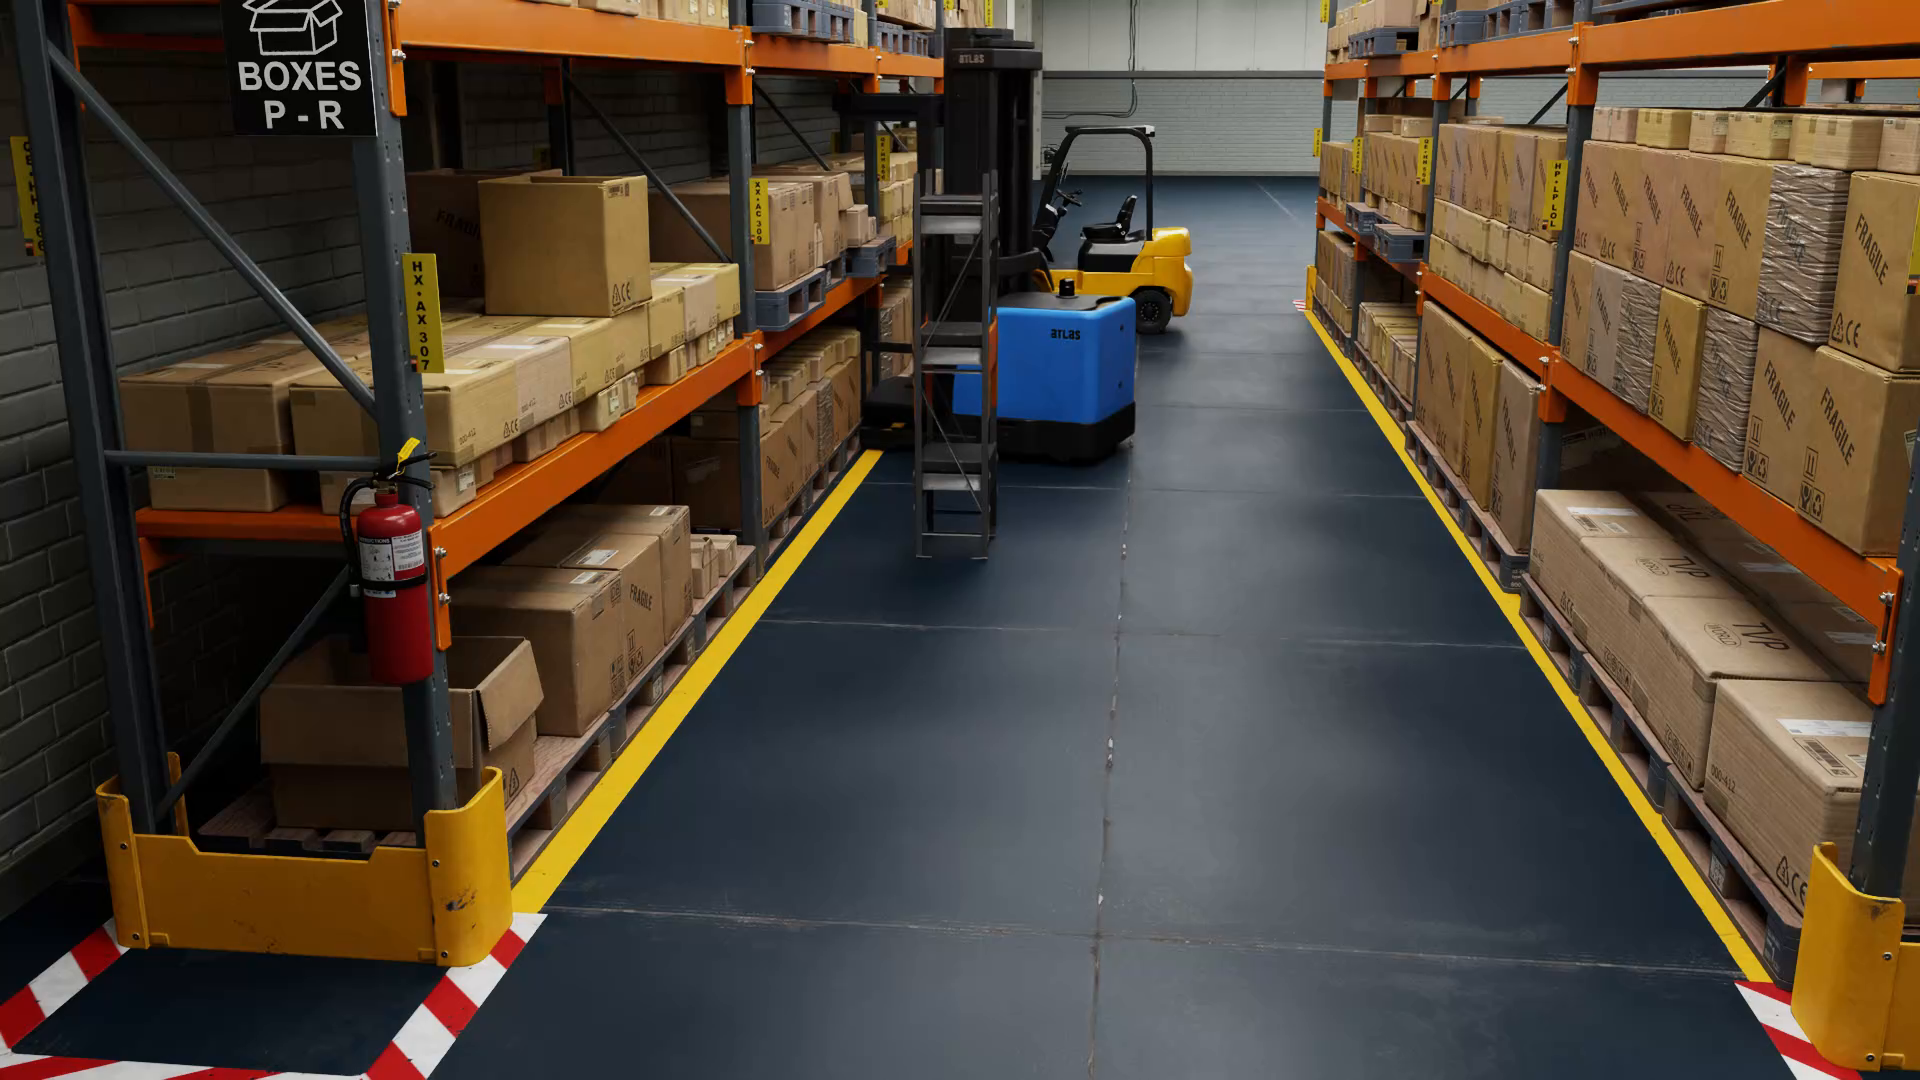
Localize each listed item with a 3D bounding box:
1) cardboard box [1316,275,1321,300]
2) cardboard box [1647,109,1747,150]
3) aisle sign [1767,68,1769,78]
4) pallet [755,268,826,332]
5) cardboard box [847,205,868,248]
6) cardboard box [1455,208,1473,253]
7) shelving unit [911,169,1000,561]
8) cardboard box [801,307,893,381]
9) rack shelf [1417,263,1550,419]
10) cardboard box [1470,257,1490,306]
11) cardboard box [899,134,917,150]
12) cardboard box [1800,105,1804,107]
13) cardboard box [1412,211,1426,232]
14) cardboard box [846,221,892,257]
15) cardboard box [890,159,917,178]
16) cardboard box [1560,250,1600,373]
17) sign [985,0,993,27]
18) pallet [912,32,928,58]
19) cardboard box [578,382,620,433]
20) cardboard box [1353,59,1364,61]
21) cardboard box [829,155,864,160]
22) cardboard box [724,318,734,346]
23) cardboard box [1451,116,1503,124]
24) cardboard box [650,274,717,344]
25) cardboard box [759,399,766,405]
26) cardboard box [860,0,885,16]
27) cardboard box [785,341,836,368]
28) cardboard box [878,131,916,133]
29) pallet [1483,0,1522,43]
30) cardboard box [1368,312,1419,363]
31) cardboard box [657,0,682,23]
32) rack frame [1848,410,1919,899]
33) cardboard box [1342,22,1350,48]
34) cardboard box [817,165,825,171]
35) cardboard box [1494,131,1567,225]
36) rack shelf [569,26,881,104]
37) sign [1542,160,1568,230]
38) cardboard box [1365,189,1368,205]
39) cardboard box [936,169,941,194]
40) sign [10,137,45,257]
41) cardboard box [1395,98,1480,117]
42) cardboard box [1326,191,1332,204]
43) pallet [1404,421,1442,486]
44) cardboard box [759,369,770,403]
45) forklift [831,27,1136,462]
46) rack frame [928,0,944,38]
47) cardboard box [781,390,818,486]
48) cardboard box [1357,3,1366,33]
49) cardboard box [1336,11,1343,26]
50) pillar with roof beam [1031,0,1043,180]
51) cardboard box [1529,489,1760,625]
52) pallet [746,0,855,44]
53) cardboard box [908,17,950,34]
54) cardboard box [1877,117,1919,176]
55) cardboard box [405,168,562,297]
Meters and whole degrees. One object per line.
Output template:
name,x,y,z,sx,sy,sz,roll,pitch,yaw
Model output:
cardboard box,4.365,-2.894,19.081,0.500,0.250,0.500,2,15,6
cardboard box,2.936,-1.612,6.527,0.380,0.149,0.250,1,15,5
aisle sign,9.371,-5.382,18.839,0.394,0.787,0.004,2,15,6
pallet,-1.357,-1.364,9.327,1.003,0.211,1.213,2,15,6
cardboard box,-0.901,-2.137,11.302,0.500,0.250,0.500,1,15,4
cardboard box,3.398,-1.927,10.370,0.500,0.250,0.500,2,15,6
shelving unit,-0.019,-0.971,9.229,0.431,2.100,0.503,2,15,6
cardboard box,-1.020,-1.508,13.236,0.875,0.625,0.625,2,15,8
rack shelf,3.603,-1.279,10.023,1.077,0.370,4.000,2,15,6
cardboard box,3.366,-1.555,9.954,0.500,0.250,0.500,2,15,6
cardboard box,-0.400,-3.977,16.620,0.380,0.149,0.250,2,15,7
cardboard box,9.610,-4.453,18.028,0.875,0.550,0.550,2,15,6
cardboard box,3.590,-2.390,12.430,0.380,0.149,0.250,2,15,7
cardboard box,-0.811,-2.325,12.803,0.500,0.250,0.500,2,15,6
cardboard box,-0.538,-3.190,14.280,0.380,0.149,0.250,1,15,5
cardboard box,3.064,-1.042,7.576,0.500,0.500,0.500,2,15,8
sign,0.336,-6.182,19.488,0.100,0.325,0.005,2,15,6
pallet,-0.739,-4.454,15.007,0.805,0.209,1.217,1,15,4
cardboard box,-1.502,-0.504,6.259,0.380,0.149,0.250,1,15,5
cardboard box,4.143,-4.866,16.646,0.380,0.149,0.250,2,15,8
cardboard box,-1.025,-3.404,15.071,0.380,0.149,0.250,2,15,6
cardboard box,-1.340,-1.041,8.247,0.380,0.149,0.250,2,15,7
cardboard box,4.380,-3.513,14.097,0.380,0.149,0.250,1,15,4
cardboard box,-1.412,-1.054,7.531,0.500,0.250,0.500,2,15,6
cardboard box,-1.296,-0.721,9.323,0.380,0.149,0.250,1,15,5
cardboard box,-0.763,-3.958,12.257,0.380,0.166,0.250,2,15,6
cardboard box,-1.056,-1.258,11.308,0.380,0.149,0.250,2,15,8
cardboard box,-0.681,-4.320,17.888,0.380,0.149,0.250,2,15,8
pallet,3.685,-3.043,9.784,1.003,0.211,1.213,2,15,9
cardboard box,4.145,-1.794,14.779,0.950,0.372,0.625,3,15,10
cardboard box,-1.404,-2.281,7.085,0.380,0.149,0.250,2,15,6
rack frame,2.926,-0.070,4.174,1.000,3.000,0.127,2,15,6
cardboard box,4.232,-5.219,17.187,0.500,0.250,0.500,2,15,7
cardboard box,-1.260,-2.878,13.125,0.380,0.149,0.250,2,15,6
cardboard box,3.306,-2.027,9.304,0.500,0.500,0.500,2,15,8
rack shelf,-1.330,-2.872,10.168,1.077,0.370,4.000,2,15,6
sign,2.837,-1.641,7.919,0.100,0.325,0.005,2,15,6
cardboard box,3.904,-3.130,15.166,0.380,0.149,0.250,2,15,7
cardboard box,-0.454,-3.361,15.676,0.500,0.250,0.500,1,15,5
sign,-2.556,-0.948,4.598,0.100,0.325,0.005,2,15,6
cardboard box,4.545,-3.964,15.900,0.700,0.500,0.500,2,15,6
cardboard box,4.288,-3.820,18.522,0.380,0.149,0.250,2,15,7
pallet,3.665,-0.596,11.463,1.003,0.211,1.213,2,15,6
cardboard box,-1.269,-0.859,9.265,0.380,0.149,0.250,1,15,4
forklift,-0.279,-2.178,12.103,3.031,2.935,1.130,6,16,21
rack frame,-0.653,-6.223,15.438,1.000,3.000,0.127,2,15,6
cardboard box,-1.166,-0.635,10.248,0.500,0.500,0.500,1,15,5
cardboard box,3.816,-4.621,14.740,0.500,0.250,0.500,1,15,5
cardboard box,4.284,-5.653,18.030,0.380,0.149,0.250,2,15,6
pillar with roof beam,6.487,-14.761,47.011,9.100,9.000,0.400,2,15,6
cardboard box,3.200,0.087,7.699,0.875,0.438,0.875,1,15,5
pallet,-1.298,-3.046,9.793,1.213,0.211,1.003,2,15,6
cardboard box,-0.300,-5.013,16.192,0.380,0.149,0.250,2,15,7
cardboard box,2.772,-1.079,4.558,0.380,0.149,0.250,2,15,7
cardboard box,-1.988,-1.307,7.031,0.500,0.500,0.500,1,15,5
